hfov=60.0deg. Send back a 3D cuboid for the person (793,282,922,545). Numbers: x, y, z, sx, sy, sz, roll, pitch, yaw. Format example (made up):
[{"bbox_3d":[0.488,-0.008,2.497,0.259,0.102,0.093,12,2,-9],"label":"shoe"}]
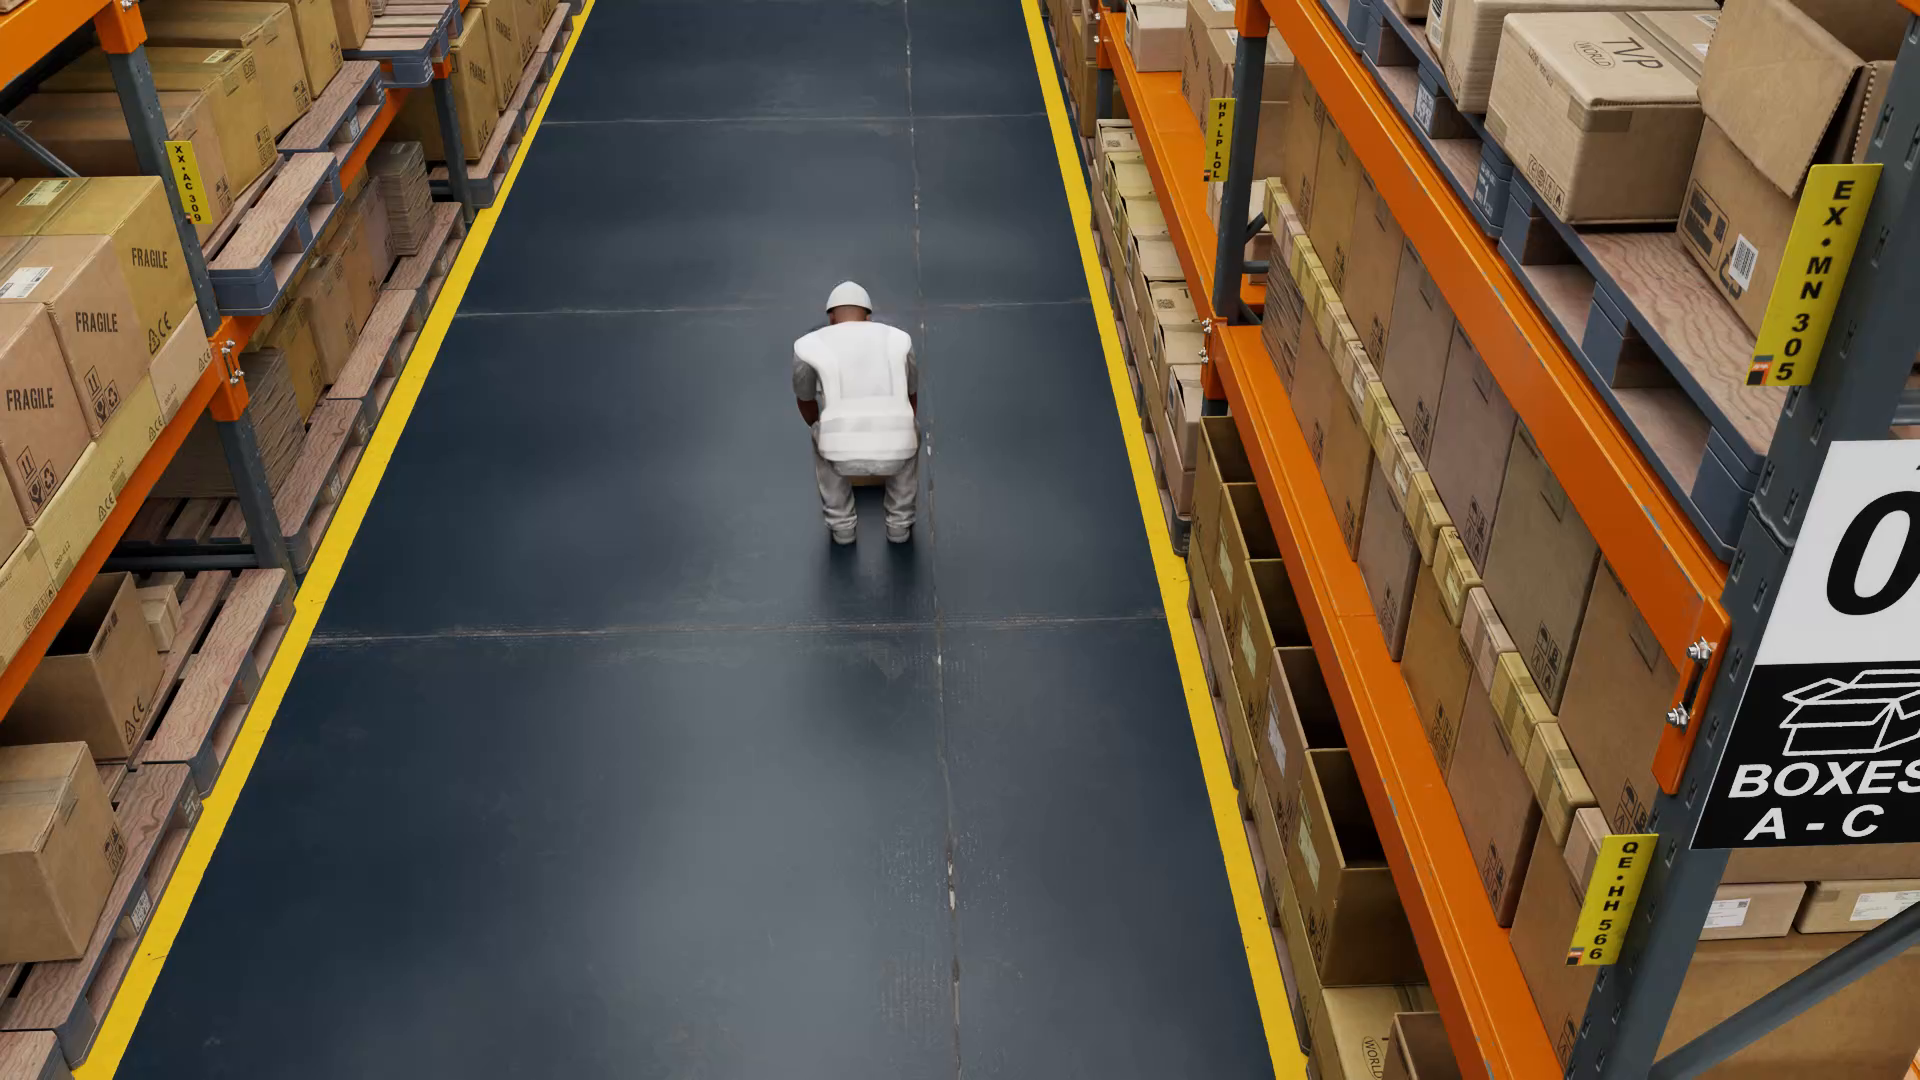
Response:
[{"bbox_3d":[-0.466,-0.542,7.559,0.584,1.038,0.895,-2,35,-2],"label":"person"}]
